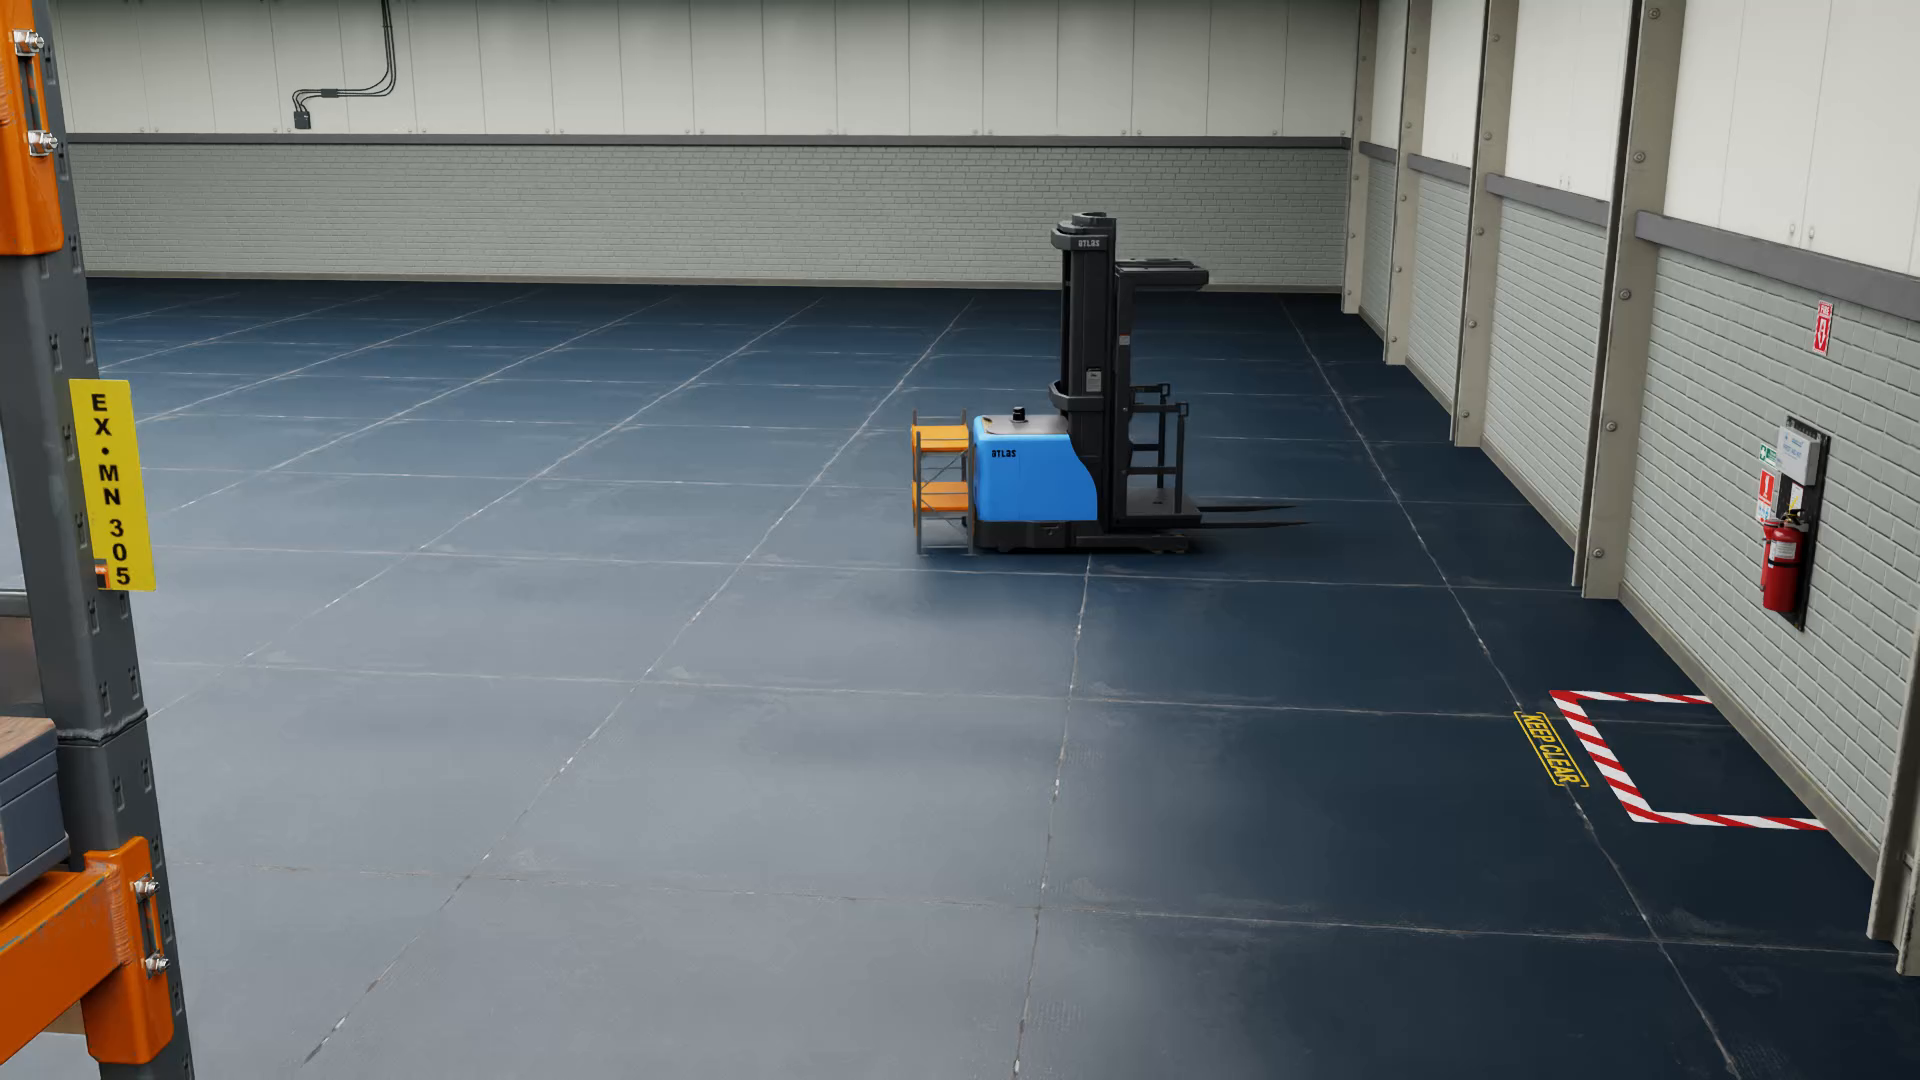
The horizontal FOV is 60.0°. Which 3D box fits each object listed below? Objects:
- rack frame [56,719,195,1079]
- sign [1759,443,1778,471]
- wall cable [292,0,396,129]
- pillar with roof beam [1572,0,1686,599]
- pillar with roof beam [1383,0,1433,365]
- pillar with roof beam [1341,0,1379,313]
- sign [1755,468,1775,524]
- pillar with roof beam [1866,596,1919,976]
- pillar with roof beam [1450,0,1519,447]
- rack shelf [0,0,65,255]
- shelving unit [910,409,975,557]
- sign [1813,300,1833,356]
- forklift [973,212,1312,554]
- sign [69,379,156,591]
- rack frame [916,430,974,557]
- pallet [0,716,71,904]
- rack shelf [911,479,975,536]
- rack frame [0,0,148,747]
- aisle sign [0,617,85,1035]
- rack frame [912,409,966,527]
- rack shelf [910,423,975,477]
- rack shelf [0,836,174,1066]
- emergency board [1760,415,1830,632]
[{"bbox_3d":[-1.819,1.737,3.080,1.000,3.000,0.127,2,15,6],"label":"rack frame"},{"bbox_3d":[5.033,-0.520,10.341,0.001,0.109,0.331,2,15,6],"label":"sign"},{"bbox_3d":[-12.953,-11.599,34.390,2.305,6.003,0.169,2,15,6],"label":"wall cable"},{"bbox_3d":[0.960,-4.046,12.974,9.100,9.000,0.400,2,15,6],"label":"pillar with roof beam"},{"bbox_3d":[2.314,-7.159,24.484,9.100,9.000,0.400,2,15,6],"label":"pillar with roof beam"},{"bbox_3d":[2.991,-8.715,30.239,9.100,9.000,0.400,2,15,6],"label":"pillar with roof beam"},{"bbox_3d":[5.042,-0.265,10.414,0.001,0.329,0.234,2,15,6],"label":"sign"},{"bbox_3d":[0.283,-2.490,7.219,9.100,9.000,0.400,2,15,6],"label":"pillar with roof beam"},{"bbox_3d":[1.637,-5.602,18.729,9.100,9.000,0.400,2,15,6],"label":"pillar with roof beam"},{"bbox_3d":[-2.045,-0.100,0.525,1.077,0.370,4.000,2,15,6],"label":"rack shelf"},{"bbox_3d":[-0.163,-0.537,15.082,0.538,1.125,1.048,-1,15,-3],"label":"shelving unit"},{"bbox_3d":[4.977,-1.225,9.594,0.001,0.298,0.199,2,15,6],"label":"sign"},{"bbox_3d":[1.646,-1.430,14.922,3.031,2.935,1.130,-1,15,-2],"label":"forklift"},{"bbox_3d":[-1.282,-0.081,2.511,0.100,0.325,0.005,2,15,6],"label":"sign"},{"bbox_3d":[-0.133,-0.405,14.592,0.500,1.125,0.032,-1,15,-3],"label":"rack frame"},{"bbox_3d":[-1.925,0.514,2.025,1.003,0.211,1.213,2,15,6],"label":"pallet"},{"bbox_3d":[-0.163,-0.301,15.146,0.538,0.278,1.000,-1,15,-3],"label":"rack shelf"},{"bbox_3d":[-1.819,-1.159,2.297,1.000,3.000,0.127,2,15,6],"label":"rack frame"},{"bbox_3d":[-1.520,0.474,2.772,0.394,0.787,0.004,2,15,6],"label":"aisle sign"},{"bbox_3d":[-0.192,-0.670,15.572,0.500,1.125,0.032,-1,15,-3],"label":"rack frame"},{"bbox_3d":[-0.163,-0.820,15.006,0.538,0.278,1.000,-1,15,-3],"label":"rack shelf"},{"bbox_3d":[-2.045,1.155,0.864,1.077,0.370,4.000,2,15,6],"label":"rack shelf"},{"bbox_3d":[4.877,-0.107,9.900,0.194,1.169,0.643,2,15,6],"label":"emergency board"}]
